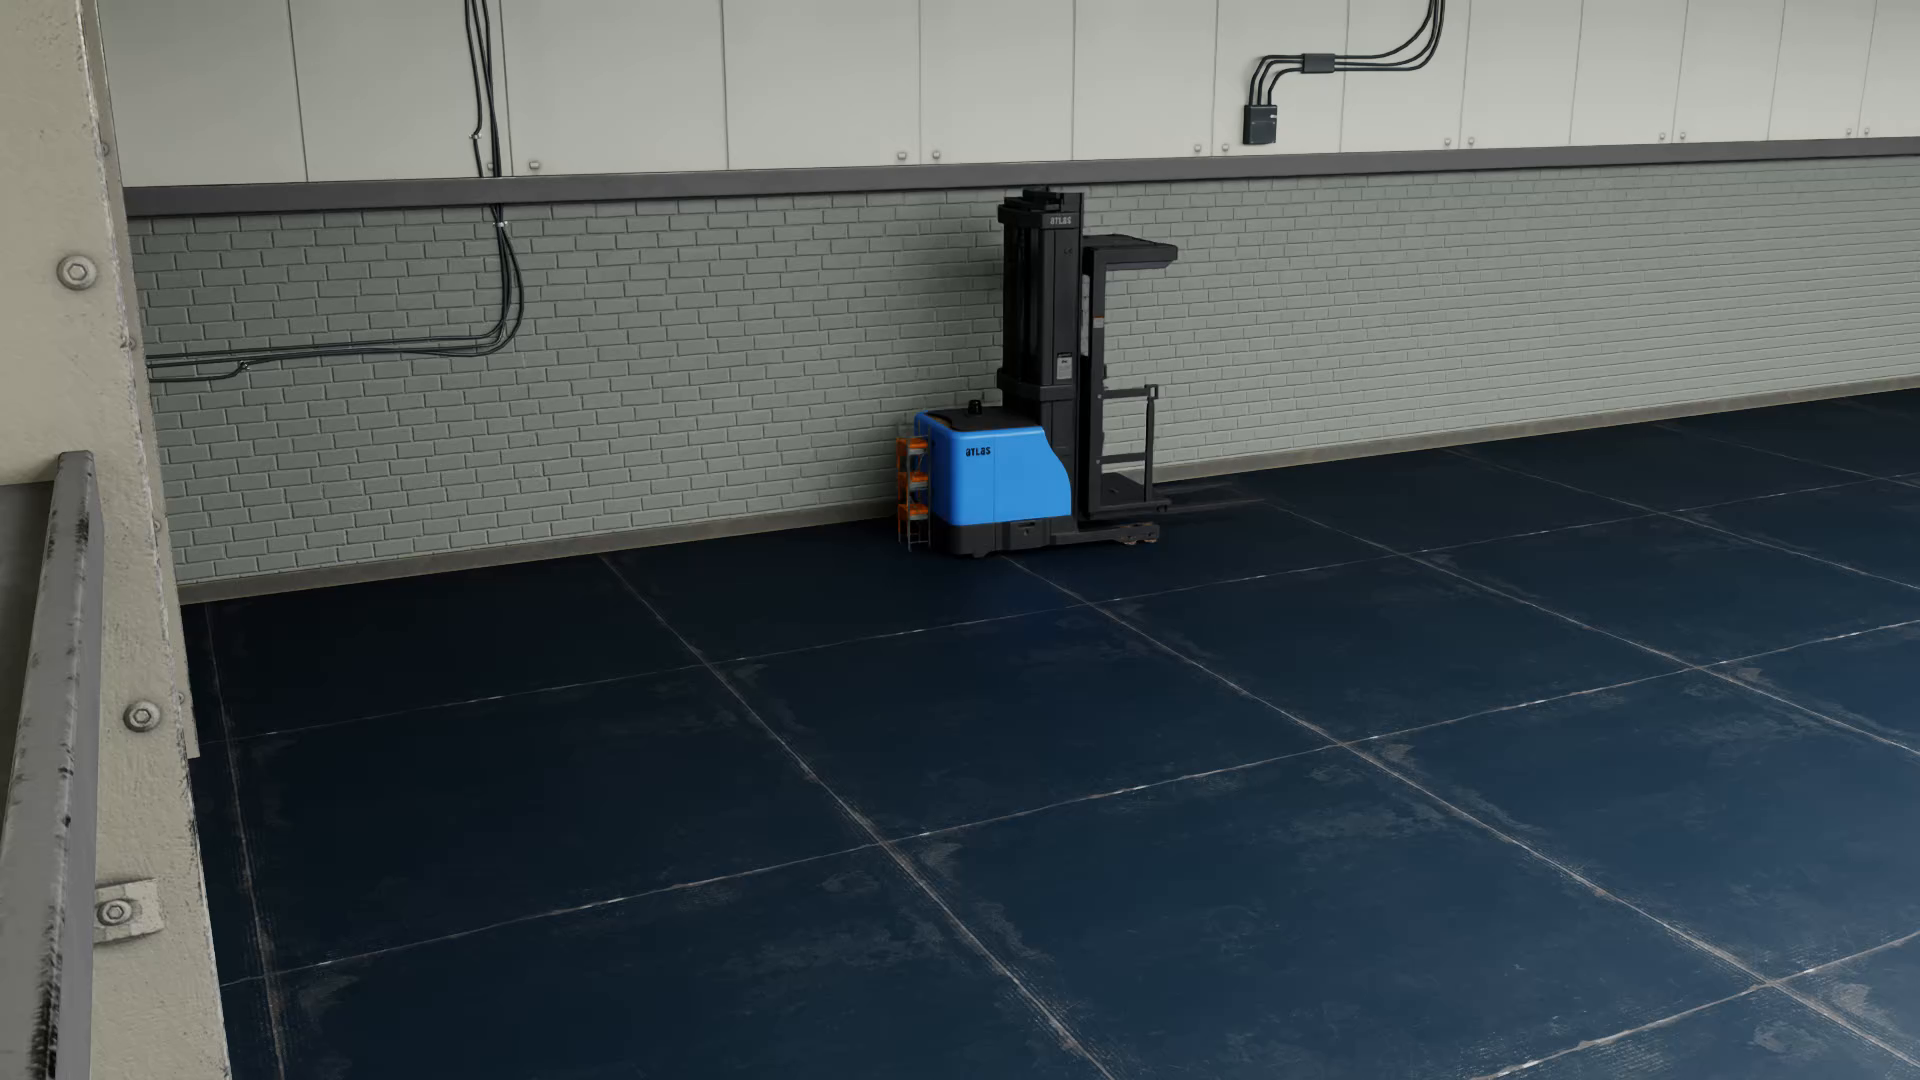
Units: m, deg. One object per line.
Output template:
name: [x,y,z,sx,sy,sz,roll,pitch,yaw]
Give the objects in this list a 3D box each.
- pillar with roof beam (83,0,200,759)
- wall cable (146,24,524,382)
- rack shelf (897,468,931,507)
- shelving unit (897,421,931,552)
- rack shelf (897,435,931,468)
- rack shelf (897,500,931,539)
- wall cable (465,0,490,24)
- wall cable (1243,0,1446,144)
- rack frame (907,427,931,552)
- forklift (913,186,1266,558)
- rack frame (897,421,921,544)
pillar with roof beam: [-0.836,-3.599,10.479,9.100,9.000,0.400,-8,18,-25]
wall cable: [-4.808,-2.477,12.197,3.097,2.526,0.112,-8,18,-25]
rack shelf: [-0.385,-0.440,13.918,0.215,0.259,0.240,-6,17,-21]
shelving unit: [-0.385,-0.450,13.915,0.215,1.050,0.252,-6,17,-21]
rack shelf: [-0.385,-0.712,13.839,0.215,0.259,0.240,-6,17,-21]
rack shelf: [-0.385,-0.172,13.994,0.215,0.259,0.240,-6,17,-21]
wall cable: [-2.376,-5.231,12.640,3.097,2.526,0.112,-8,18,-25]
wall cable: [3.733,-6.747,15.284,2.305,6.003,0.169,-8,18,-25]
rack frame: [-0.341,-0.418,13.805,0.200,1.050,0.008,-6,17,-21]
forklift: [1.170,-1.494,14.144,3.031,2.935,1.130,-6,17,-20]
rack frame: [-0.430,-0.481,14.024,0.200,1.050,0.008,-6,17,-21]
